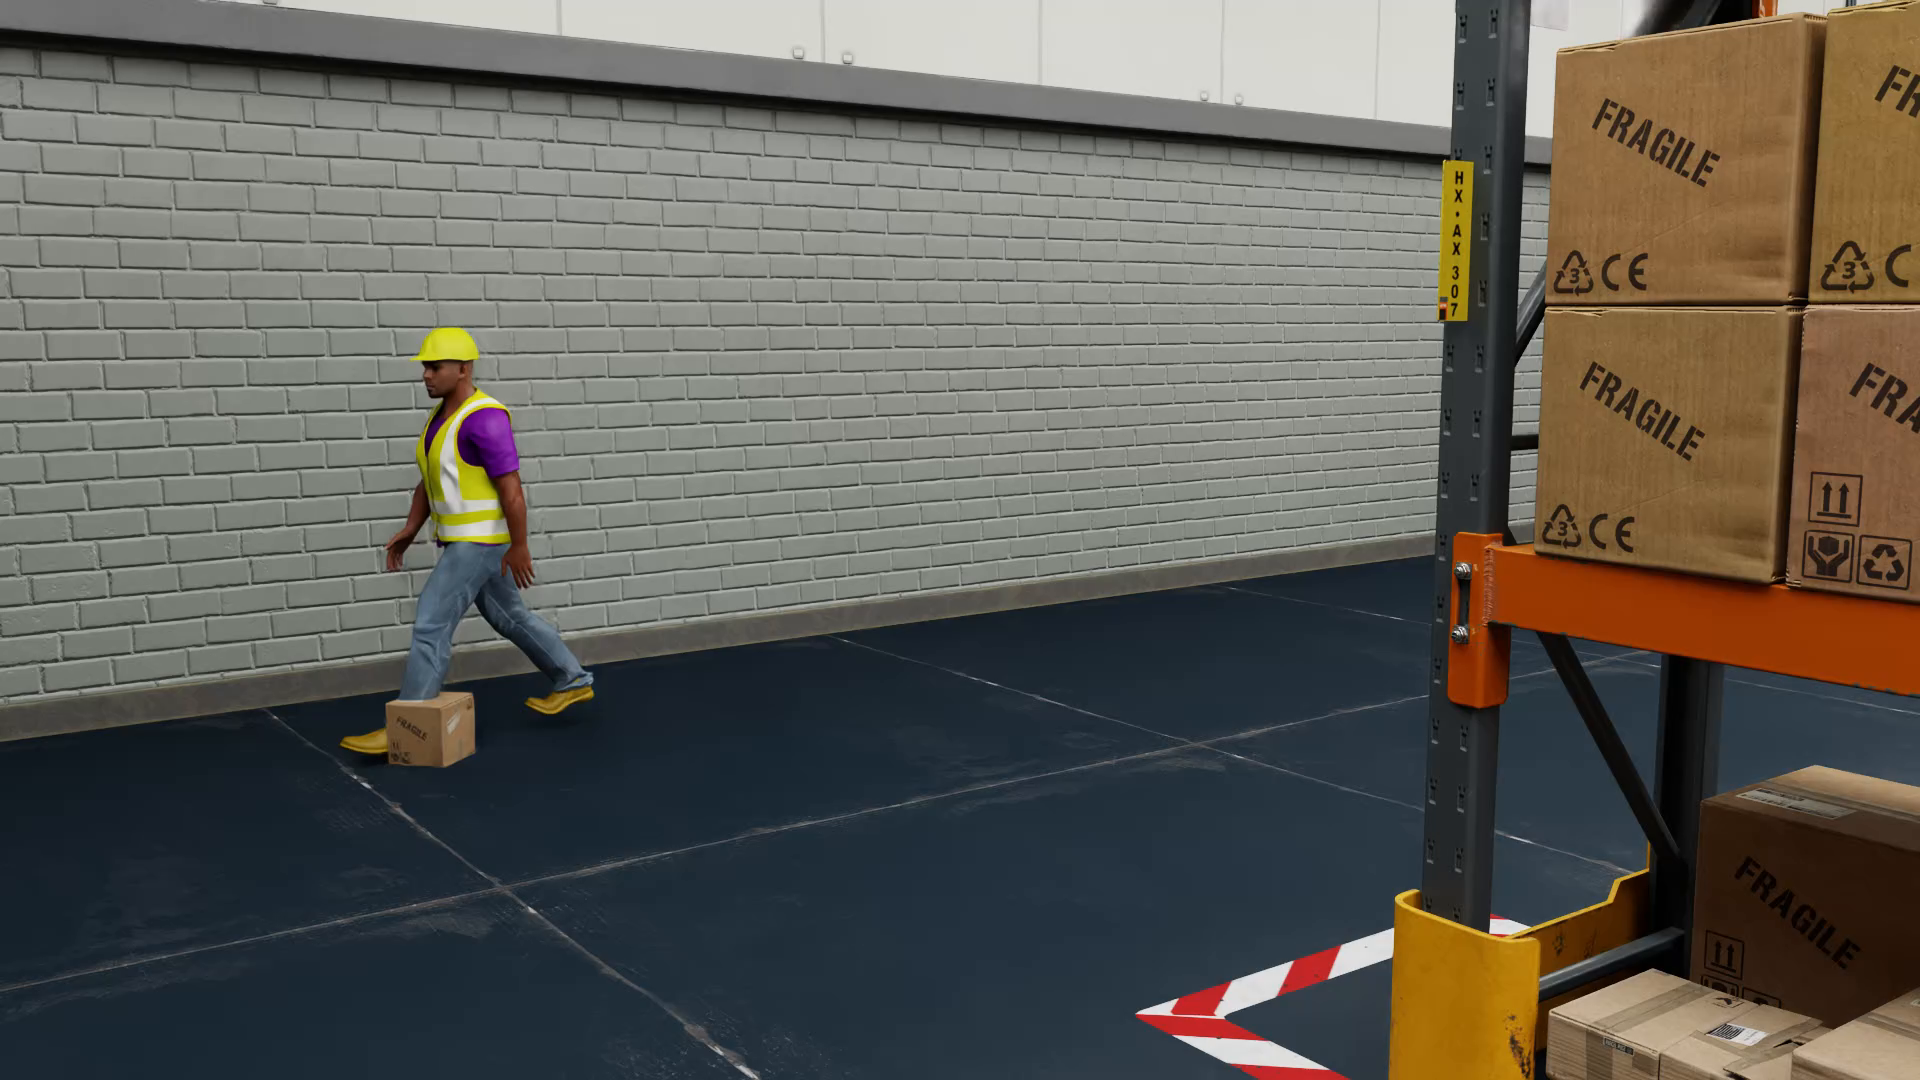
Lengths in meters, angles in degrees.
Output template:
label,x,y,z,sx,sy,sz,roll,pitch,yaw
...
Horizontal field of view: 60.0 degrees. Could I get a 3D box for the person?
label,x,y,z,sx,sy,sz,roll,pitch,yaw
person,-2.037,-0.015,6.851,1.114,1.709,0.577,-5,9,-32
